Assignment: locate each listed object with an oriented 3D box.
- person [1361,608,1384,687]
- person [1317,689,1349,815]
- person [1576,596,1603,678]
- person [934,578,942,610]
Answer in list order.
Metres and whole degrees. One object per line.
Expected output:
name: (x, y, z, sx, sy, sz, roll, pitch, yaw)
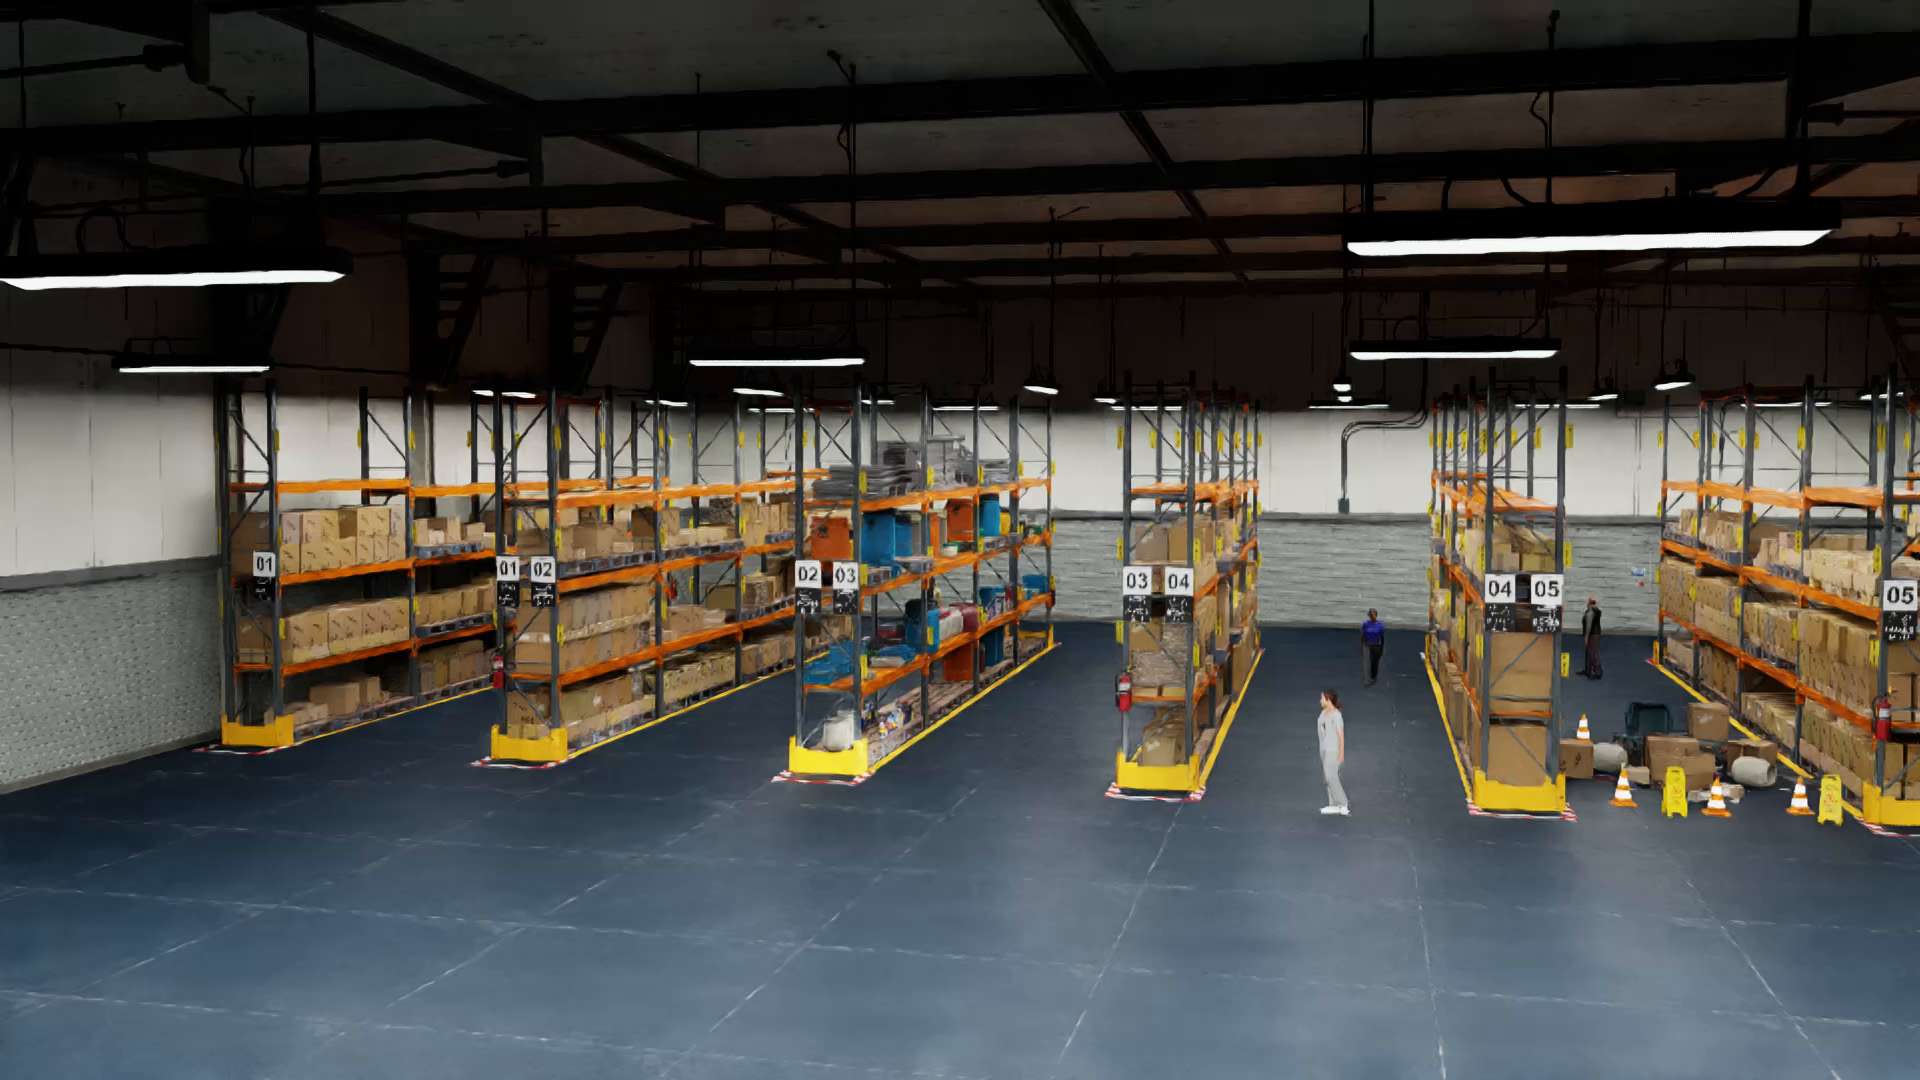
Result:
person: (8.403, 2.175, 33.843, 0.445, 1.560, 1.081, 1, 3, 11)
person: (4.995, 2.825, 22.225, 0.382, 1.666, 0.570, -1, 4, -18)
person: (13.277, 2.026, 35.047, 0.590, 1.718, 0.644, 2, 4, 32)
person: (-0.694, 1.712, 41.370, 0.448, 1.584, 1.109, 1, 4, 16)
